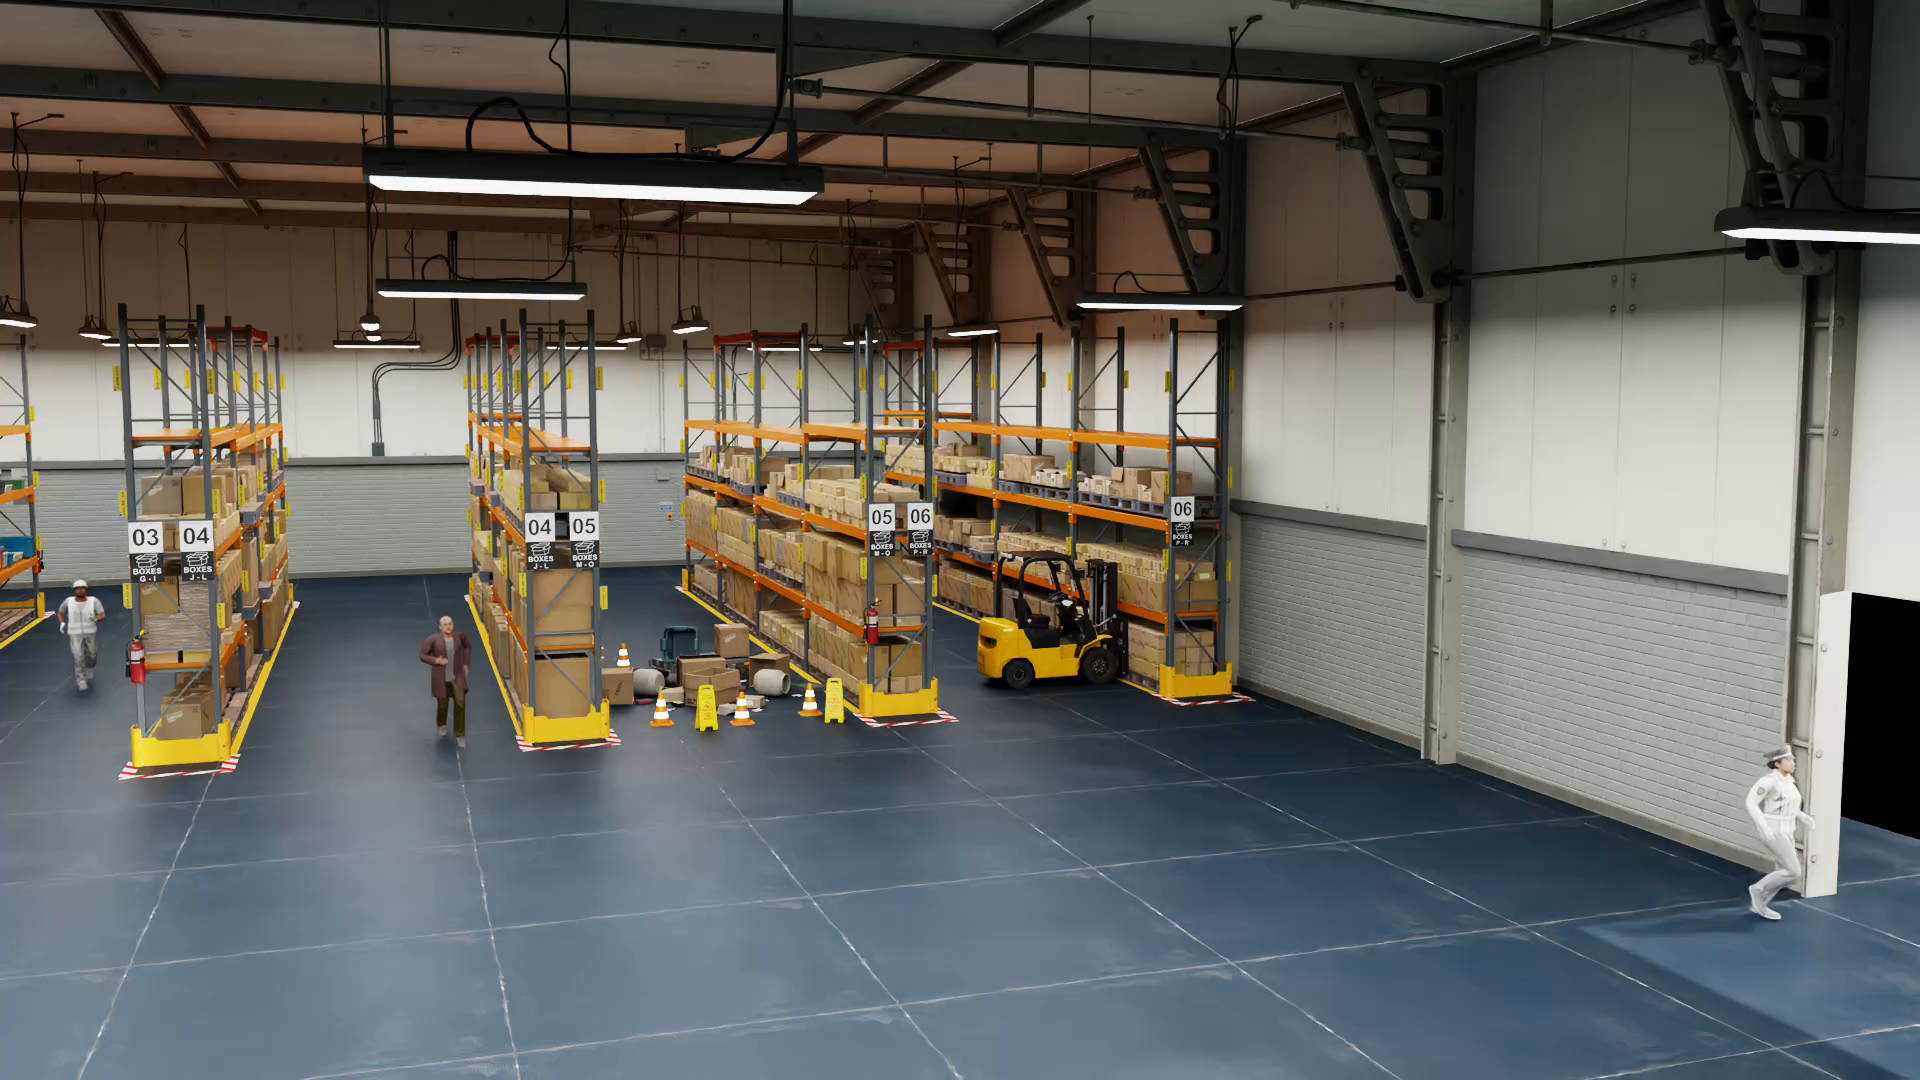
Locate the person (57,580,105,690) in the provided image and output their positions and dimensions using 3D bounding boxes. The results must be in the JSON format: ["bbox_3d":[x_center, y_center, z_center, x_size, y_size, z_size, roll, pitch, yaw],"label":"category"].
[{"bbox_3d":[-14.360,1.537,27.213,0.696,1.763,0.946,-3,6,-30],"label":"person"}]

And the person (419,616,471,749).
[{"bbox_3d":[-7.114,1.942,23.059,0.732,1.812,1.000,-3,6,-27],"label":"person"}]

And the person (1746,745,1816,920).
[{"bbox_3d":[7.654,2.719,15.465,0.579,1.636,0.500,-5,7,-40],"label":"person"}]
